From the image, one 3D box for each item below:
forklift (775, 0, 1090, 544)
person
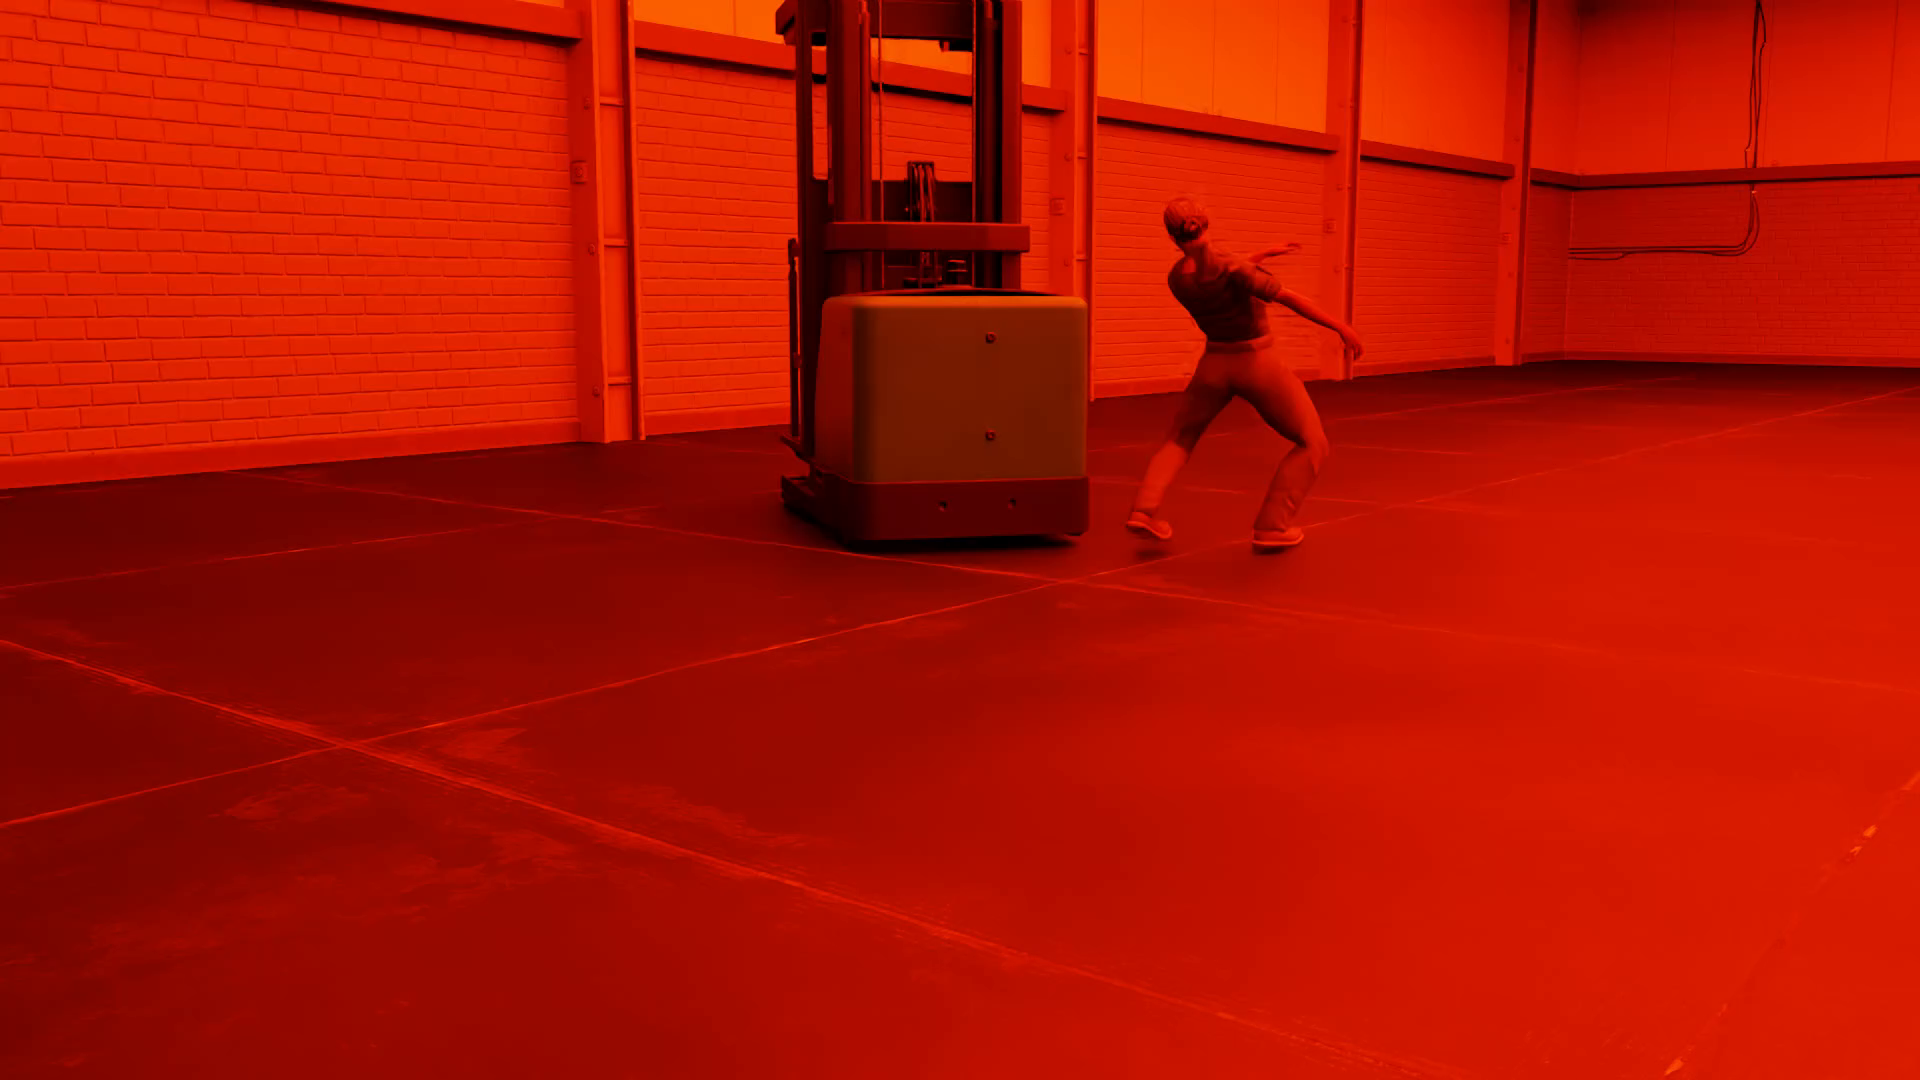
[{"bbox_3d":[-0.302,-1.605,8.248,1.130,2.935,3.031,-2,9,-14],"label":"forklift"},{"bbox_3d":[1.248,-0.698,7.002,0.877,1.457,0.809,6,10,33],"label":"person"}]
